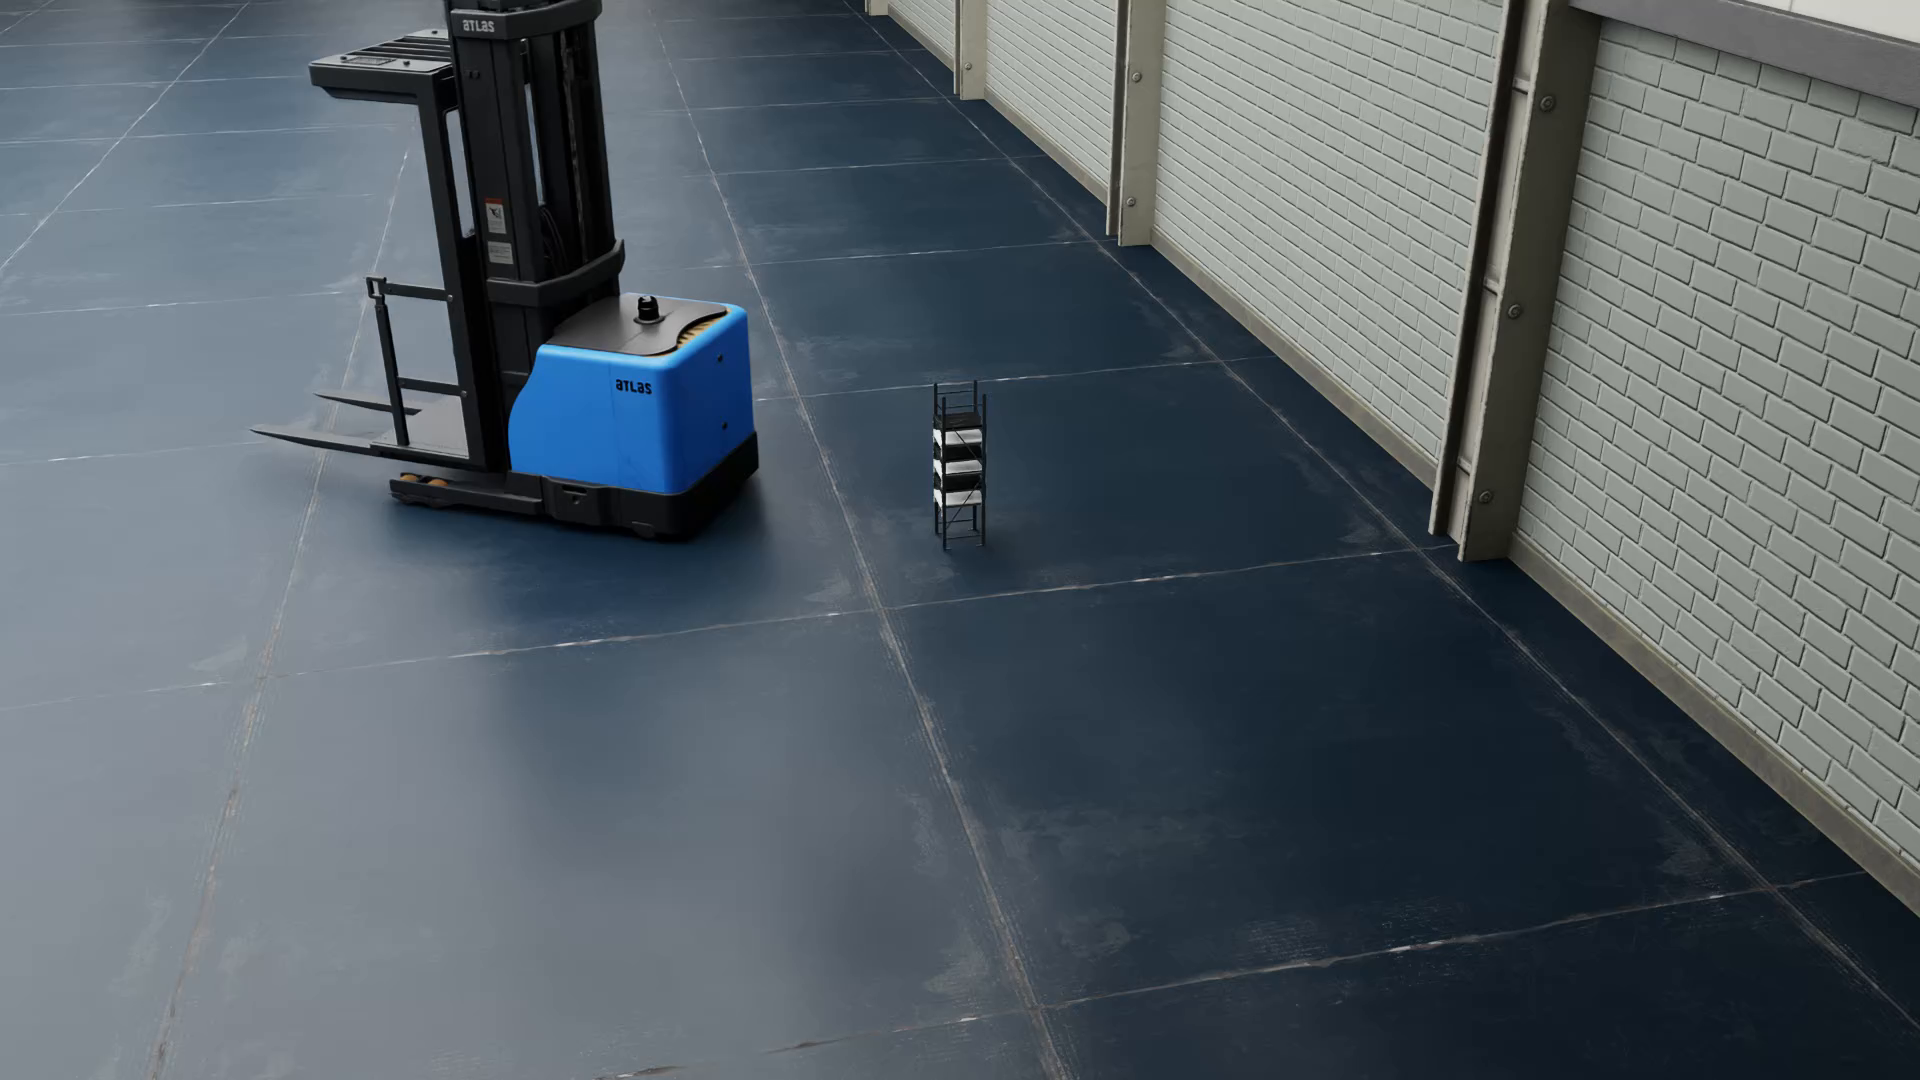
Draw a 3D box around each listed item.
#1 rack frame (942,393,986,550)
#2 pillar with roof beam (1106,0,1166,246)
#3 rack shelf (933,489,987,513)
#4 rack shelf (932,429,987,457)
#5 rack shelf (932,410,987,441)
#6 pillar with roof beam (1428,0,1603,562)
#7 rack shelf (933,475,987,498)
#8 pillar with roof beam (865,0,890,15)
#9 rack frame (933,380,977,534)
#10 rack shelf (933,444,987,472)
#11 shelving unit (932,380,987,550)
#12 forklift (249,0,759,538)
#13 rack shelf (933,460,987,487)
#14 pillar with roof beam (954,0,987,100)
[{"bbox_3d":[0.021,-0.361,8.966,0.240,0.900,0.006,-6,27,-12],"label":"rack frame"},{"bbox_3d":[-2.721,-6.197,11.540,9.100,9.000,0.400,-6,27,-12],"label":"pillar with roof beam"},{"bbox_3d":[-0.002,-0.215,9.150,0.258,0.077,0.200,-6,27,-12],"label":"rack shelf"},{"bbox_3d":[-0.002,-0.536,8.988,0.258,0.077,0.200,-6,27,-12],"label":"rack shelf"},{"bbox_3d":[-0.002,-0.617,8.948,0.258,0.077,0.200,-6,27,-12],"label":"rack shelf"},{"bbox_3d":[-1.368,-3.563,6.321,9.100,9.000,0.400,-6,27,-12],"label":"pillar with roof beam"},{"bbox_3d":[-0.002,-0.295,9.110,0.258,0.077,0.200,-6,27,-12],"label":"rack shelf"},{"bbox_3d":[-5.425,-11.465,21.977,9.100,9.000,0.400,-6,27,-12],"label":"pillar with roof beam"},{"bbox_3d":[-0.025,-0.450,9.143,0.240,0.900,0.006,-6,27,-12],"label":"rack frame"},{"bbox_3d":[-0.002,-0.456,9.029,0.258,0.077,0.200,-6,27,-12],"label":"rack shelf"},{"bbox_3d":[-0.002,-0.405,9.054,0.258,0.900,0.210,-6,27,-12],"label":"shelving unit"},{"bbox_3d":[-2.778,-1.705,9.375,3.031,2.935,1.130,9,28,17],"label":"forklift"},{"bbox_3d":[-0.002,-0.376,9.069,0.258,0.077,0.200,-6,27,-12],"label":"rack shelf"},{"bbox_3d":[-4.073,-8.831,16.759,9.100,9.000,0.400,-6,27,-12],"label":"pillar with roof beam"}]
